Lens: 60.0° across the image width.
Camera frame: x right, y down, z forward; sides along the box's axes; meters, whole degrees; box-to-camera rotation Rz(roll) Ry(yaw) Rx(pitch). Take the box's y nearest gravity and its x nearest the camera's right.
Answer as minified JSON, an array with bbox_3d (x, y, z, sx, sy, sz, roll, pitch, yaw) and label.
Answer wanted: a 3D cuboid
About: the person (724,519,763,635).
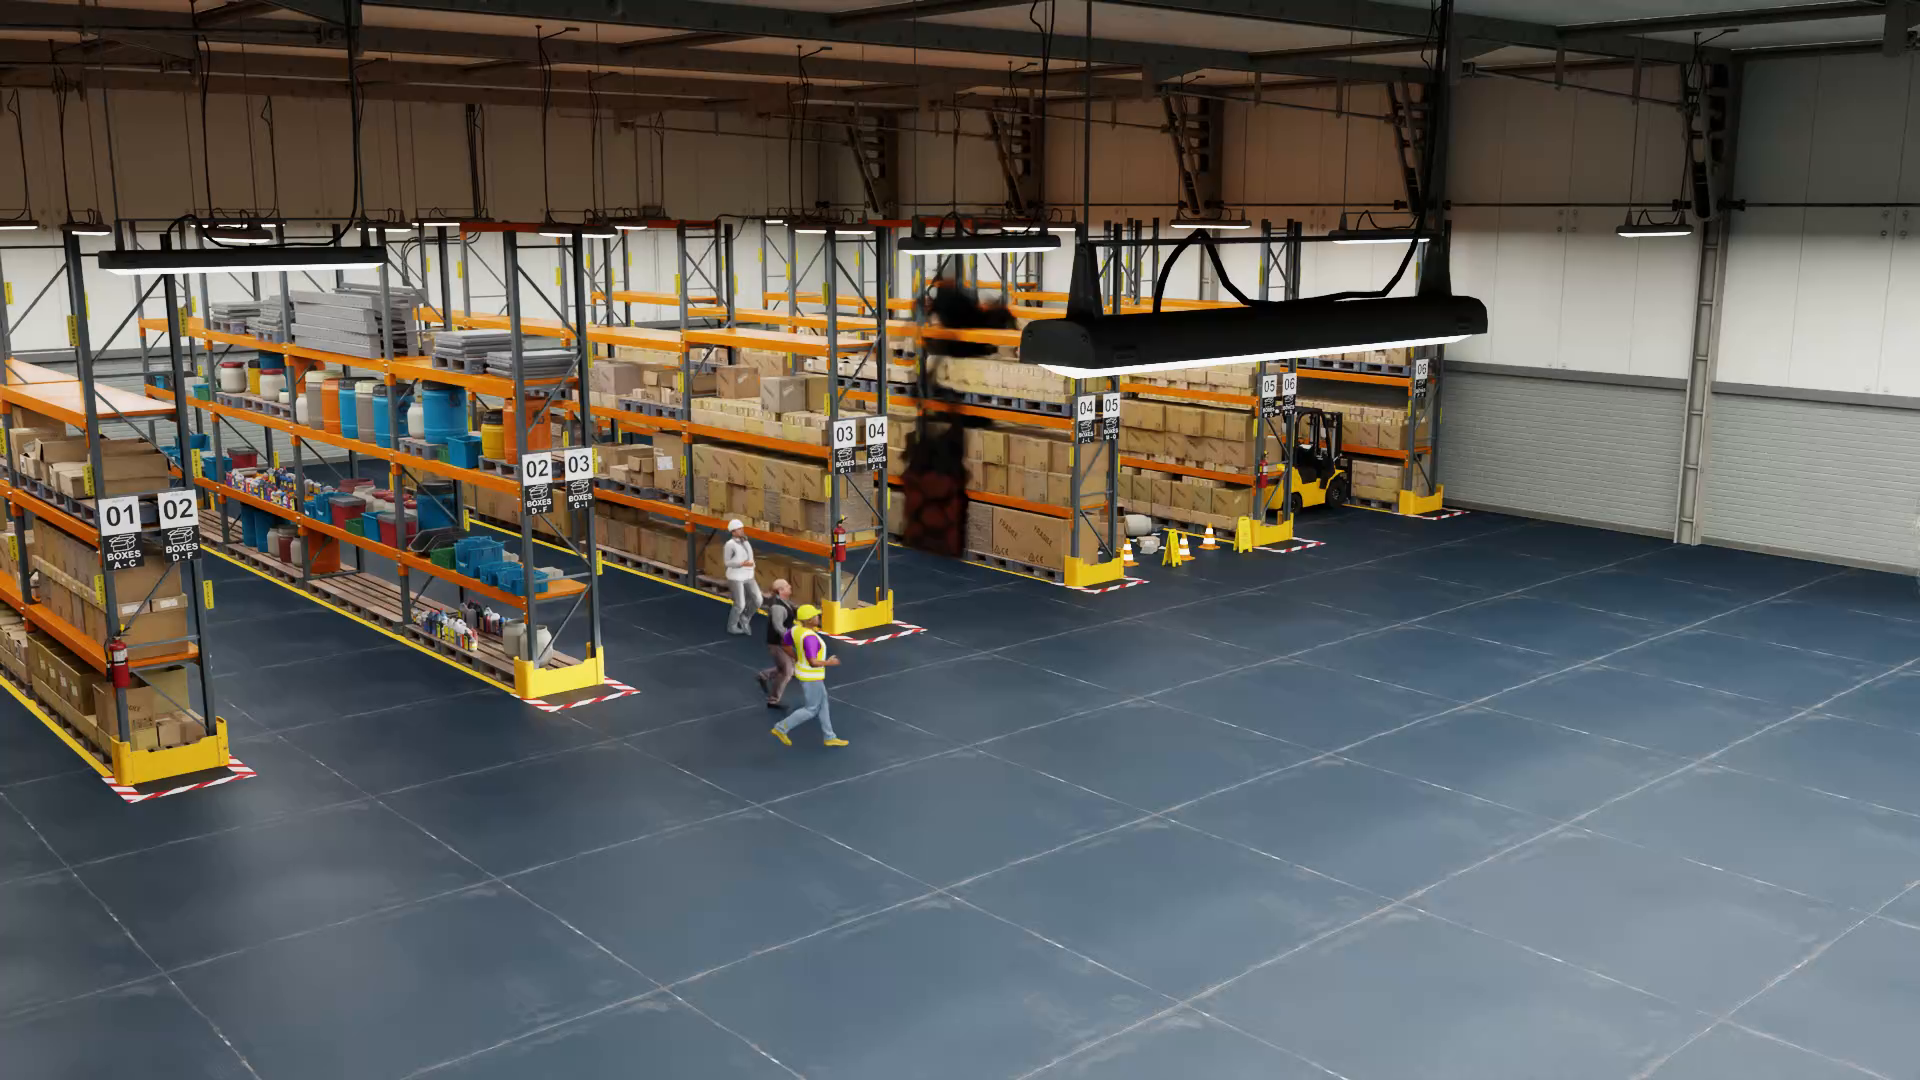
[{"bbox_3d":[-3.201,0.570,24.623,0.647,1.767,0.642,8,14,35],"label":"person"}]

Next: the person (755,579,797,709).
[{"bbox_3d":[-2.295,1.310,21.172,0.646,1.685,0.679,-1,11,-5],"label":"person"}]

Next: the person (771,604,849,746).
[{"bbox_3d":[-1.759,1.610,19.398,0.956,1.762,0.700,-4,12,-19],"label":"person"}]
